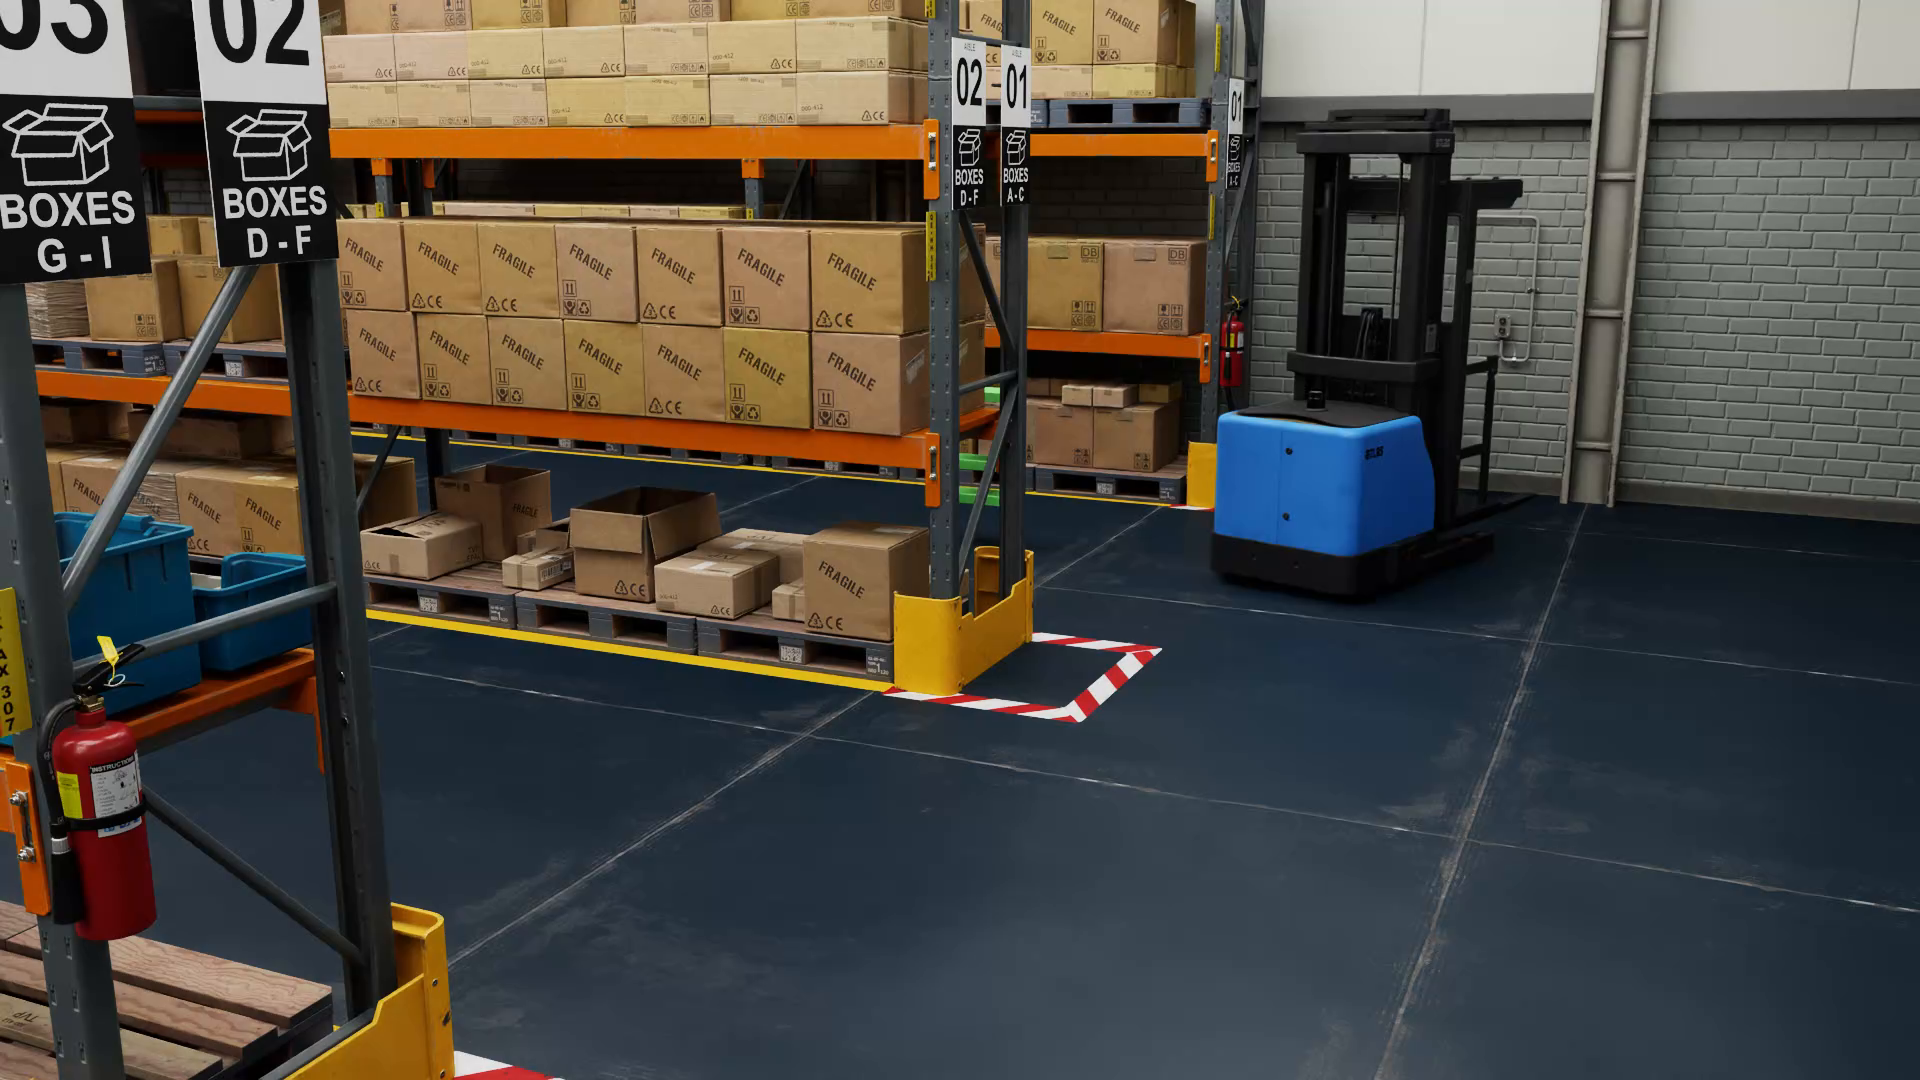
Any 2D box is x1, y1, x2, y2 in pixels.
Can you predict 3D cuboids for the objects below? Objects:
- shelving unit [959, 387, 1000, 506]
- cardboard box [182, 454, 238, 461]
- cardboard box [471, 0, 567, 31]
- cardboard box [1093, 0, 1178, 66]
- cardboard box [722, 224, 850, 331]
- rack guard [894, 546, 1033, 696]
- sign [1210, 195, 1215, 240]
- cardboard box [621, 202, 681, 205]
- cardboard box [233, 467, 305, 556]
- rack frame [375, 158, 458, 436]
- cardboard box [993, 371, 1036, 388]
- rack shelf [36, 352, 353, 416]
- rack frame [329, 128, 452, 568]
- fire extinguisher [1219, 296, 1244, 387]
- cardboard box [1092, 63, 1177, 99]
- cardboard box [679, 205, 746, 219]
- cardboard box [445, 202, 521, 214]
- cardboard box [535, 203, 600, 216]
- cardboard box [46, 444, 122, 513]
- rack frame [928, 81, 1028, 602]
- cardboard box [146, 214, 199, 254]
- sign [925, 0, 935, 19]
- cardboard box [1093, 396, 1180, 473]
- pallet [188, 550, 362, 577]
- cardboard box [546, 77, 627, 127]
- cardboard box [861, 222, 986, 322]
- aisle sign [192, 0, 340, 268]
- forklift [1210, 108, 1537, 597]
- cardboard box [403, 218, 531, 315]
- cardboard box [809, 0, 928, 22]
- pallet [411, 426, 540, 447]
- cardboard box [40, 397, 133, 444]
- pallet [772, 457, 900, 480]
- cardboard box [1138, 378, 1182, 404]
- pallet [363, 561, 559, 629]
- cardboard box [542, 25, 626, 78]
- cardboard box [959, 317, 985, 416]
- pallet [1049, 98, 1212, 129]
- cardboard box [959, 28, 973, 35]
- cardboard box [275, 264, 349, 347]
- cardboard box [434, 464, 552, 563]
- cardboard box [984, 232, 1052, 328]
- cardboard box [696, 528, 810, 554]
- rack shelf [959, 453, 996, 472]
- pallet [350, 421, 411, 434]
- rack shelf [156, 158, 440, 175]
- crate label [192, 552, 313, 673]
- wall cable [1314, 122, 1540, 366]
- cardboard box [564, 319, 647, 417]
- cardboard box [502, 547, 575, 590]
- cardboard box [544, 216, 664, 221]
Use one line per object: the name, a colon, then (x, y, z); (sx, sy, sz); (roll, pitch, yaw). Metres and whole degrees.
shelving unit: (0.151, -0.569, 11.553); (0.503, 1.200, 0.258); (6, 14, 23)
cardboard box: (-4.841, -0.356, 11.213); (0.500, 0.500, 0.500); (6, 14, 24)
cardboard box: (-2.232, -3.006, 9.025); (0.500, 0.500, 0.700); (6, 14, 23)
cardboard box: (1.329, -3.849, 12.575); (0.500, 0.500, 0.500); (6, 14, 23)
cardboard box: (-0.875, -1.364, 8.593); (0.500, 0.500, 0.500); (6, 15, 25)
rack guard: (0.036, 0.412, 8.905); (0.348, 0.500, 1.175); (6, 14, 23)
sign: (1.876, -2.400, 12.363); (0.005, 0.325, 0.100); (6, 14, 23)
cardboard box: (-2.805, -2.961, 15.251); (0.500, 0.250, 0.500); (5, 14, 21)
cardboard box: (-4.118, -0.151, 10.341); (0.500, 0.500, 0.500); (6, 14, 23)
rack frame: (-5.205, -2.573, 16.154); (0.127, 3.000, 1.000); (6, 14, 23)
cardboard box: (0.464, -1.327, 13.977); (0.250, 0.149, 0.380); (6, 14, 24)
rack shelf: (-5.380, -1.003, 11.037); (4.000, 0.370, 1.077); (6, 14, 23)
rack frame: (-3.551, -1.168, 10.166); (0.127, 3.000, 1.000); (6, 14, 23)
fire extinguisher: (2.060, -1.503, 12.581); (0.183, 0.674, 0.296); (6, 14, 23)
cardboard box: (1.332, -3.486, 12.667); (0.500, 0.250, 0.500); (6, 15, 25)
cardboard box: (-2.079, -2.761, 14.400); (0.500, 0.250, 0.500); (6, 15, 25)
cardboard box: (-4.403, -2.996, 15.401); (0.500, 0.250, 0.500); (6, 14, 22)
cardboard box: (-3.475, -2.905, 15.012); (0.500, 0.250, 0.500); (5, 14, 22)
cardboard box: (-5.971, -0.339, 11.141); (0.500, 0.500, 0.500); (6, 14, 22)
rack frame: (0.106, -0.798, 8.589); (0.127, 3.000, 1.000); (6, 14, 23)
cardboard box: (-8.411, -3.152, 17.439); (0.500, 0.500, 0.700); (6, 14, 23)
sign: (-0.137, -2.575, 7.659); (0.005, 0.325, 0.100); (6, 14, 23)
cardboard box: (1.428, -0.864, 13.424); (0.500, 0.500, 0.700); (6, 14, 23)
pallet: (-4.310, 0.122, 10.772); (1.213, 0.211, 1.003); (6, 14, 23)
cardboard box: (-1.836, -2.319, 8.835); (0.500, 0.250, 0.500); (6, 14, 23)
cardboard box: (-0.193, -1.429, 8.873); (0.500, 0.500, 0.500); (6, 15, 25)
aisle sign: (-1.718, -1.085, 4.120); (0.004, 0.787, 0.394); (6, 14, 23)
forklift: (2.975, -1.349, 11.088); (1.130, 2.935, 3.031); (12, 18, 41)
cardboard box: (-2.762, -1.553, 9.401); (0.500, 0.500, 0.500); (5, 14, 21)
cardboard box: (-0.370, -2.838, 8.309); (0.500, 0.500, 0.700); (6, 14, 23)
pallet: (-4.515, -1.127, 16.095); (1.213, 0.211, 1.003); (6, 14, 23)
cardboard box: (-6.205, -0.859, 11.715); (0.500, 0.250, 0.500); (6, 15, 25)
pallet: (-0.885, -0.759, 14.526); (1.213, 0.211, 1.003); (6, 14, 23)
cardboard box: (1.624, -1.210, 13.479); (0.250, 0.149, 0.380); (6, 14, 24)
pallet: (-2.924, 0.253, 10.213); (1.213, 0.211, 1.003); (6, 14, 23)
cardboard box: (-1.840, -2.561, 8.771); (0.500, 0.250, 0.500); (6, 14, 23)
cardboard box: (-0.193, -0.943, 8.987); (0.500, 0.500, 0.500); (6, 15, 24)
pallet: (1.426, -3.317, 12.951); (1.213, 0.211, 1.003); (6, 14, 23)
cardboard box: (-0.258, -2.530, 8.641); (0.500, 0.250, 0.500); (6, 14, 23)
cardboard box: (-3.894, -1.512, 10.493); (0.500, 0.500, 0.700); (1, 13, 4)
cardboard box: (-2.915, -0.172, 10.429); (0.500, 0.500, 0.500); (6, 14, 23)
cardboard box: (0.276, -2.161, 13.744); (0.700, 0.700, 0.980); (5, 14, 21)
cardboard box: (-1.191, 0.124, 9.714); (0.500, 0.250, 0.500); (6, 14, 23)
rack shelf: (0.151, -0.507, 11.567); (0.480, 0.148, 0.258); (6, 14, 23)
pallet: (-5.919, -1.288, 16.783); (1.213, 0.211, 1.003); (6, 14, 23)
rack shelf: (-7.034, -3.868, 16.683); (4.000, 0.370, 1.077); (6, 14, 23)
crate label: (-1.996, 0.197, 4.584); (0.303, 0.233, 0.416); (6, 14, 23)
wall cable: (3.663, -2.407, 13.221); (1.851, 1.984, 0.084); (6, 14, 23)
cardboard box: (-1.804, -0.972, 9.114); (0.500, 0.500, 0.500); (6, 14, 22)
cardboard box: (-2.460, 0.159, 9.749); (0.250, 0.166, 0.380); (6, 14, 23)
cardboard box: (-2.054, -1.617, 9.673); (0.500, 0.500, 0.500); (6, 14, 24)
